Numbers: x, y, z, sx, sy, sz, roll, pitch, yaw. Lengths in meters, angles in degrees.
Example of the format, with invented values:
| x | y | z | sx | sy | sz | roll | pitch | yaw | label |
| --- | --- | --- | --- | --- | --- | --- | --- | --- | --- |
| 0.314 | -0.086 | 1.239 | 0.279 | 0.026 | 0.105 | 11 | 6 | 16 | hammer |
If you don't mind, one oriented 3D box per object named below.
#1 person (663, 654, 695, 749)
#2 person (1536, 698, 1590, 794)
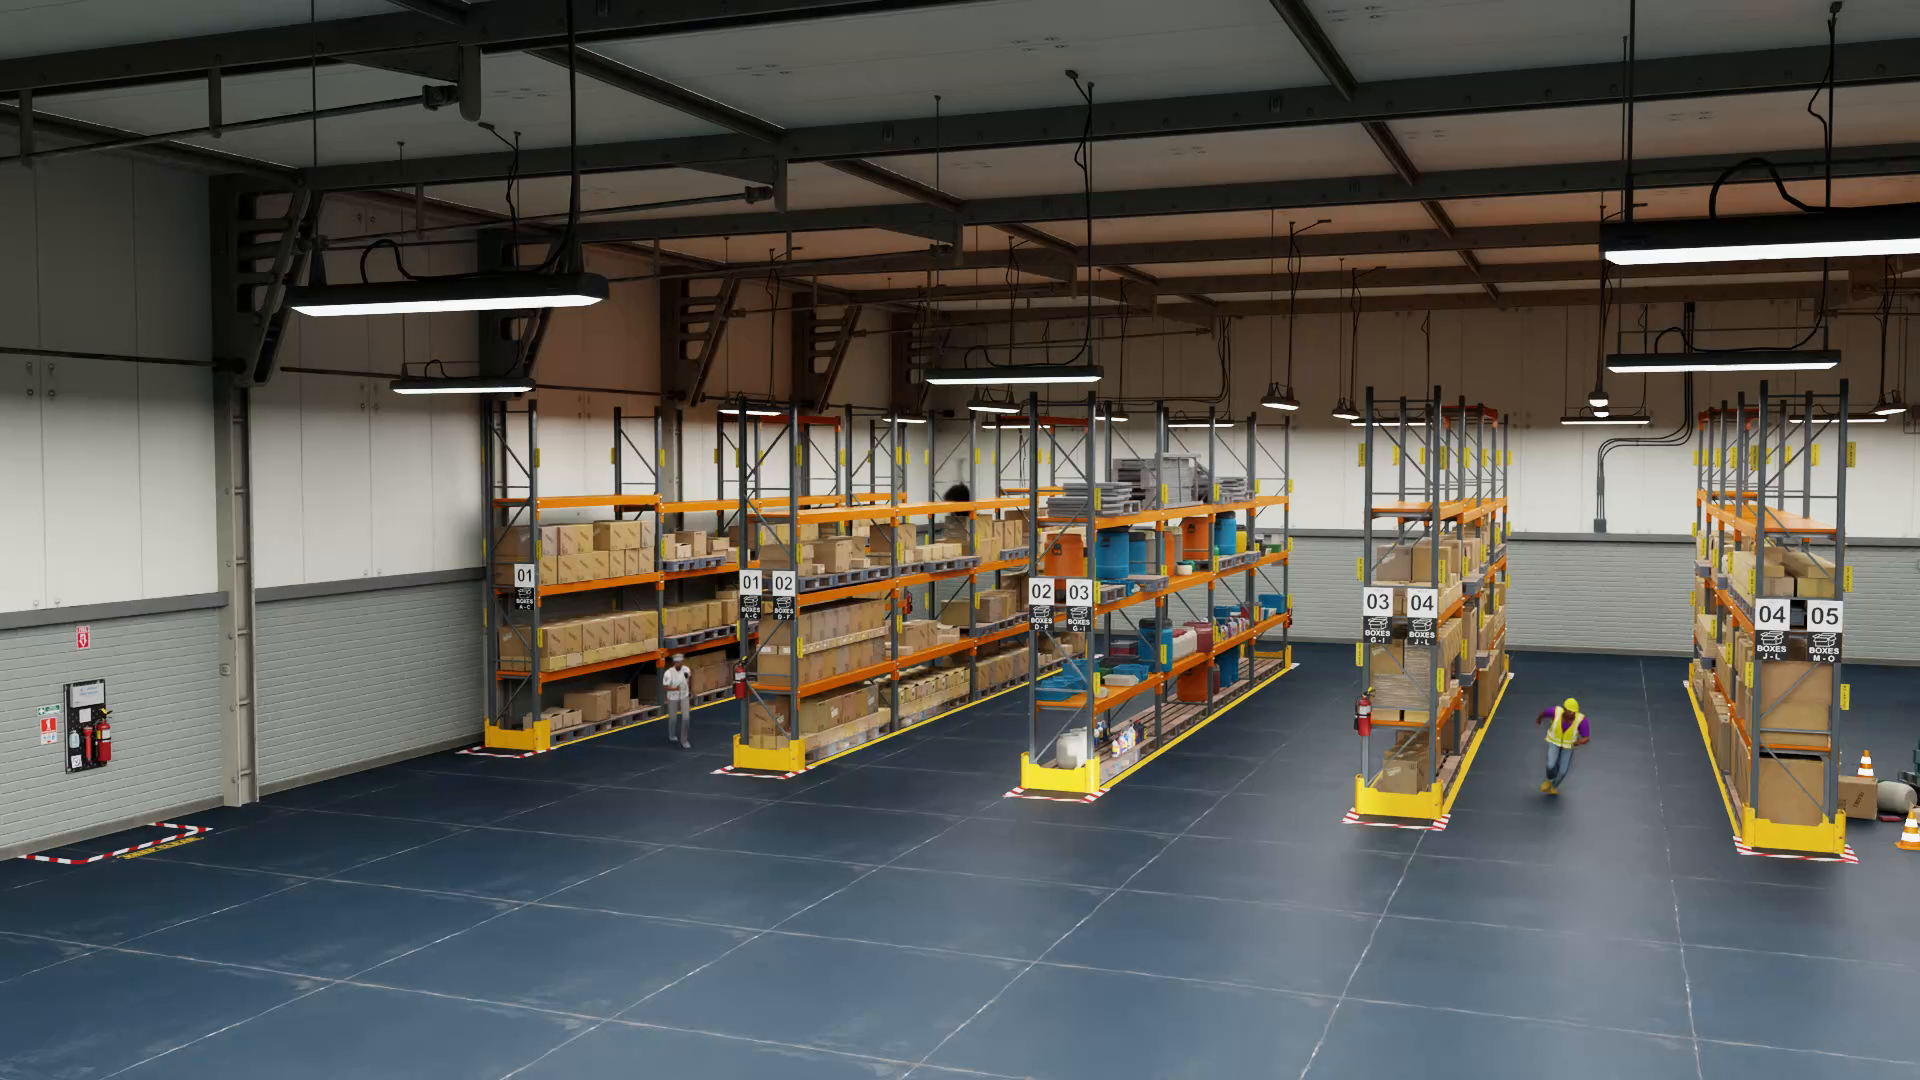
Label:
| x | y | z | sx | sy | sz | roll | pitch | yaw | label |
| --- | --- | --- | --- | --- | --- | --- | --- | --- | --- |
| -4.873 | 2.768 | 28.821 | 0.576 | 1.664 | 0.953 | -1 | 3 | -17 | person |
| 8.839 | 3.025 | 24.366 | 0.683 | 1.517 | 1.024 | 1 | 3 | 13 | person |
